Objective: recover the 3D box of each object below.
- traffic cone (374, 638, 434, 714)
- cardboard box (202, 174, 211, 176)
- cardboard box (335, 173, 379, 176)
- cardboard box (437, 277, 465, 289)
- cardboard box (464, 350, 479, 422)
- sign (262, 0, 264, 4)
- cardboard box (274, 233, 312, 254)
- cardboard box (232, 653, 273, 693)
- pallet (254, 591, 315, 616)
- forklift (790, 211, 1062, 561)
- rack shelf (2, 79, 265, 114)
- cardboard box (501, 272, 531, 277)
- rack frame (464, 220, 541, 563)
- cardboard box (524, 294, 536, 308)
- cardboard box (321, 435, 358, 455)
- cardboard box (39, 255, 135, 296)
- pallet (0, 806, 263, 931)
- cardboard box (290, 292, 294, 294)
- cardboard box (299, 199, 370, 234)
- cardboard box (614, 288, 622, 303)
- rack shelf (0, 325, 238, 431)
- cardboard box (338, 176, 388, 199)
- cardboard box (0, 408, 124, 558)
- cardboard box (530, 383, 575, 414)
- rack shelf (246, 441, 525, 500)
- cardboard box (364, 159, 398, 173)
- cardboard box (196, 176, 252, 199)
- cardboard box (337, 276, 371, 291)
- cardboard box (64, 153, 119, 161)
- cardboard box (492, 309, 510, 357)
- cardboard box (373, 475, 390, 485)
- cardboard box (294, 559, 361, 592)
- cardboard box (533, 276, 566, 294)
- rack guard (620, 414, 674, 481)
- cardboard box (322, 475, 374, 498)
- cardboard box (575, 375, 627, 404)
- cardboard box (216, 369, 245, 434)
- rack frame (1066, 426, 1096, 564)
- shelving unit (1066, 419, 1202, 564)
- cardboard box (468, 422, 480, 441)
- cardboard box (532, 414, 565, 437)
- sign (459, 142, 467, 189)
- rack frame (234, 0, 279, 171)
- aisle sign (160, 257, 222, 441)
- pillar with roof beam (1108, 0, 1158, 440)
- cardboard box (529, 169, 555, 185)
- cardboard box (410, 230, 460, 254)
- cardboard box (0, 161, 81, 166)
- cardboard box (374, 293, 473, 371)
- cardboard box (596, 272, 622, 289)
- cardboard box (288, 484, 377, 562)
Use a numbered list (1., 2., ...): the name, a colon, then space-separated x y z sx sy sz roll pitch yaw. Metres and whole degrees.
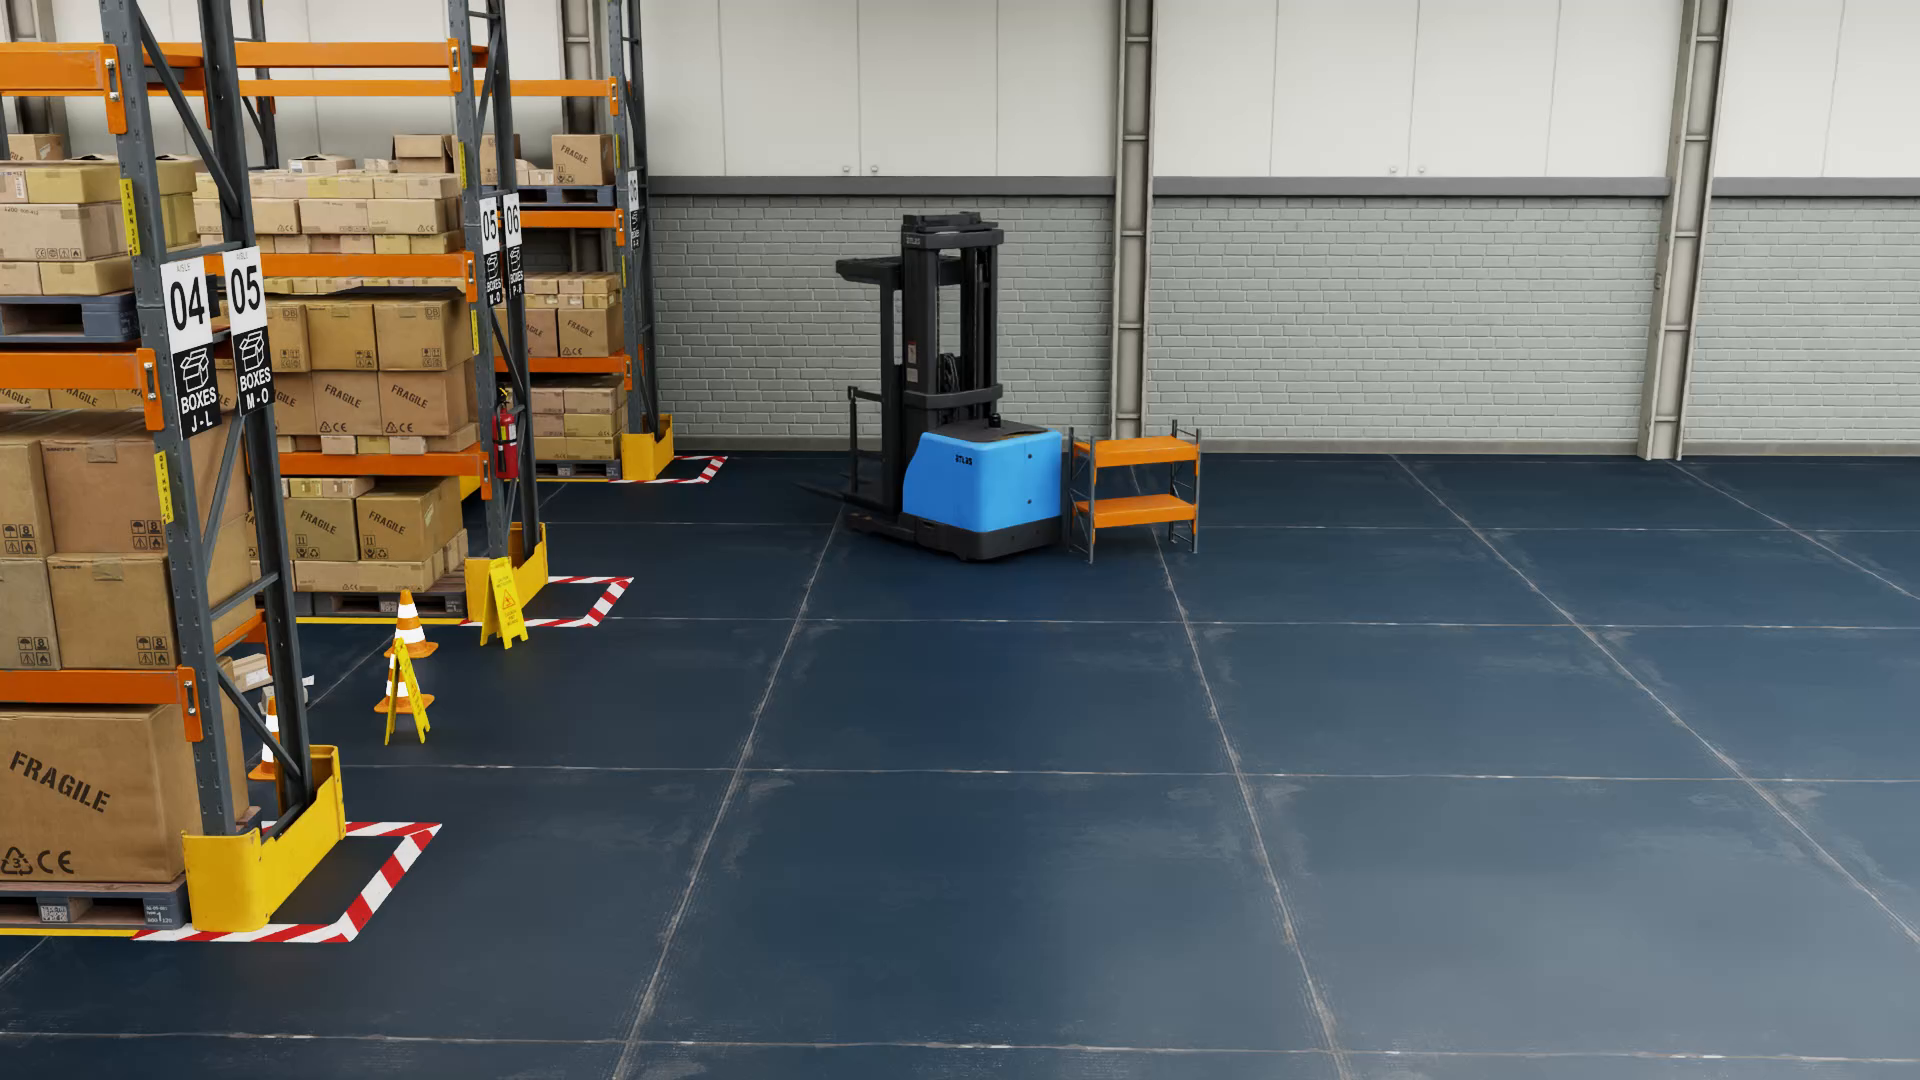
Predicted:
1. traffic cone: -3.703 0.875 11.028 0.334 0.463 0.336 0 15 1
2. cardboard box: -5.675 -2.772 12.926 0.250 0.149 0.380 1 15 2
3. cardboard box: -4.651 -2.768 12.911 0.250 0.149 0.380 0 15 1
4. cardboard box: -5.326 -2.692 17.524 0.250 0.149 0.380 1 15 2
5. cardboard box: -4.018 -1.230 13.251 0.500 0.500 0.500 0 15 1
6. sign: -7.389 -5.826 17.550 0.005 0.325 0.100 0 15 1
7. cardboard box: -4.932 -2.235 12.455 0.250 0.149 0.380 0 15 1
8. cardboard box: -4.913 0.922 11.466 0.250 0.149 0.380 9 17 30
9. pallet: -5.655 0.361 13.467 1.213 0.211 1.003 0 15 1
10. forklift: -0.437 -1.545 15.362 1.130 2.935 3.031 -13 19 -40
11. rack shelf: -9.427 -4.628 17.346 4.000 0.370 1.077 0 15 1
12. cardboard box: -4.795 -2.801 17.936 0.250 0.149 0.380 1 15 3
13. rack frame: -3.552 -0.964 13.022 0.127 3.000 1.000 0 15 1
14. cardboard box: -4.544 -2.538 17.523 0.250 0.149 0.380 0 15 1
15. cardboard box: -4.701 -0.764 12.760 0.250 0.149 0.380 1 15 2
16. cardboard box: -3.918 -1.197 7.499 0.250 0.149 0.380 0 15 1
17. pallet: -4.378 1.663 8.535 1.213 0.211 1.003 0 15 1
18. cardboard box: -7.115 -2.548 17.561 0.250 0.149 0.380 0 15 1
19. cardboard box: -4.573 -2.427 12.399 0.500 0.250 0.500 0 15 1
20. cardboard box: -3.761 -2.660 17.984 0.250 0.149 0.380 0 15 0
21. rack shelf: -5.576 -0.816 7.993 4.000 0.370 1.077 0 15 1
22. cardboard box: -4.410 -2.613 12.325 0.250 0.149 0.380 0 15 1
23. cardboard box: -4.499 -0.288 8.049 0.550 0.550 0.875 0 15 1
24. cardboard box: -4.407 -1.512 17.707 0.500 0.250 0.500 1 15 2
25. rack shelf: -5.551 -0.629 13.163 4.000 0.370 1.077 0 15 1
26. cardboard box: -5.951 -3.805 17.157 0.258 0.266 0.396 0 15 0
27. cardboard box: -5.431 -2.606 12.298 0.250 0.149 0.380 1 15 3
28. cardboard box: -6.342 -2.678 17.468 0.250 0.149 0.380 1 15 3
29. cardboard box: -8.924 -3.862 17.283 0.500 0.311 0.500 0 15 0
30. cardboard box: -4.958 -2.223 17.600 0.500 0.500 0.500 0 15 0
31. cardboard box: -4.897 -0.278 13.520 0.500 0.500 0.500 0 15 -1
32. cardboard box: -4.884 0.221 13.100 0.500 0.250 0.500 0 15 2
33. cardboard box: -4.302 -2.672 17.448 0.250 0.149 0.380 1 15 3
34. rack guard: -3.405 -1.021 18.138 0.348 0.500 1.175 0 15 1
35. cardboard box: -4.728 -0.437 12.853 0.250 0.149 0.380 1 15 3
36. cardboard box: -3.904 -1.638 18.185 0.500 0.250 0.500 0 15 1
37. cardboard box: -5.608 -1.106 12.782 0.500 0.500 0.500 1 15 2
38. rack frame: 1.056 -0.395 14.542 0.032 1.125 0.500 -5 16 -20
39. shelving unit: 1.533 -0.440 14.712 1.048 1.125 0.538 -5 16 -20
40. cardboard box: -3.886 -0.897 13.263 0.250 0.149 0.380 0 15 2
41. cardboard box: -4.424 -1.274 17.786 0.500 0.250 0.500 0 15 1
42. sign: -3.586 -2.701 11.991 0.005 0.325 0.100 0 15 1
43. rack frame: -7.427 -5.156 17.154 0.127 3.000 1.000 0 15 1
44. aisle sign: -3.514 -0.881 7.612 0.004 0.787 0.394 0 15 1
45. pillar with roof beam: 1.787 -4.228 13.634 0.400 9.000 9.100 0 15 1
46. cardboard box: -4.265 -3.738 17.130 0.250 0.149 0.380 0 15 0
47. cardboard box: -3.915 -2.223 12.410 0.250 0.149 0.380 0 15 2
48. cardboard box: -4.409 -1.753 8.045 0.250 0.149 0.380 0 15 1
49. cardboard box: -4.068 -1.587 12.645 0.500 0.500 0.700 0 15 0
50. cardboard box: -3.759 -2.792 17.901 0.250 0.149 0.380 0 15 0
51. cardboard box: -4.881 -0.141 13.001 0.500 0.500 0.500 1 15 4
